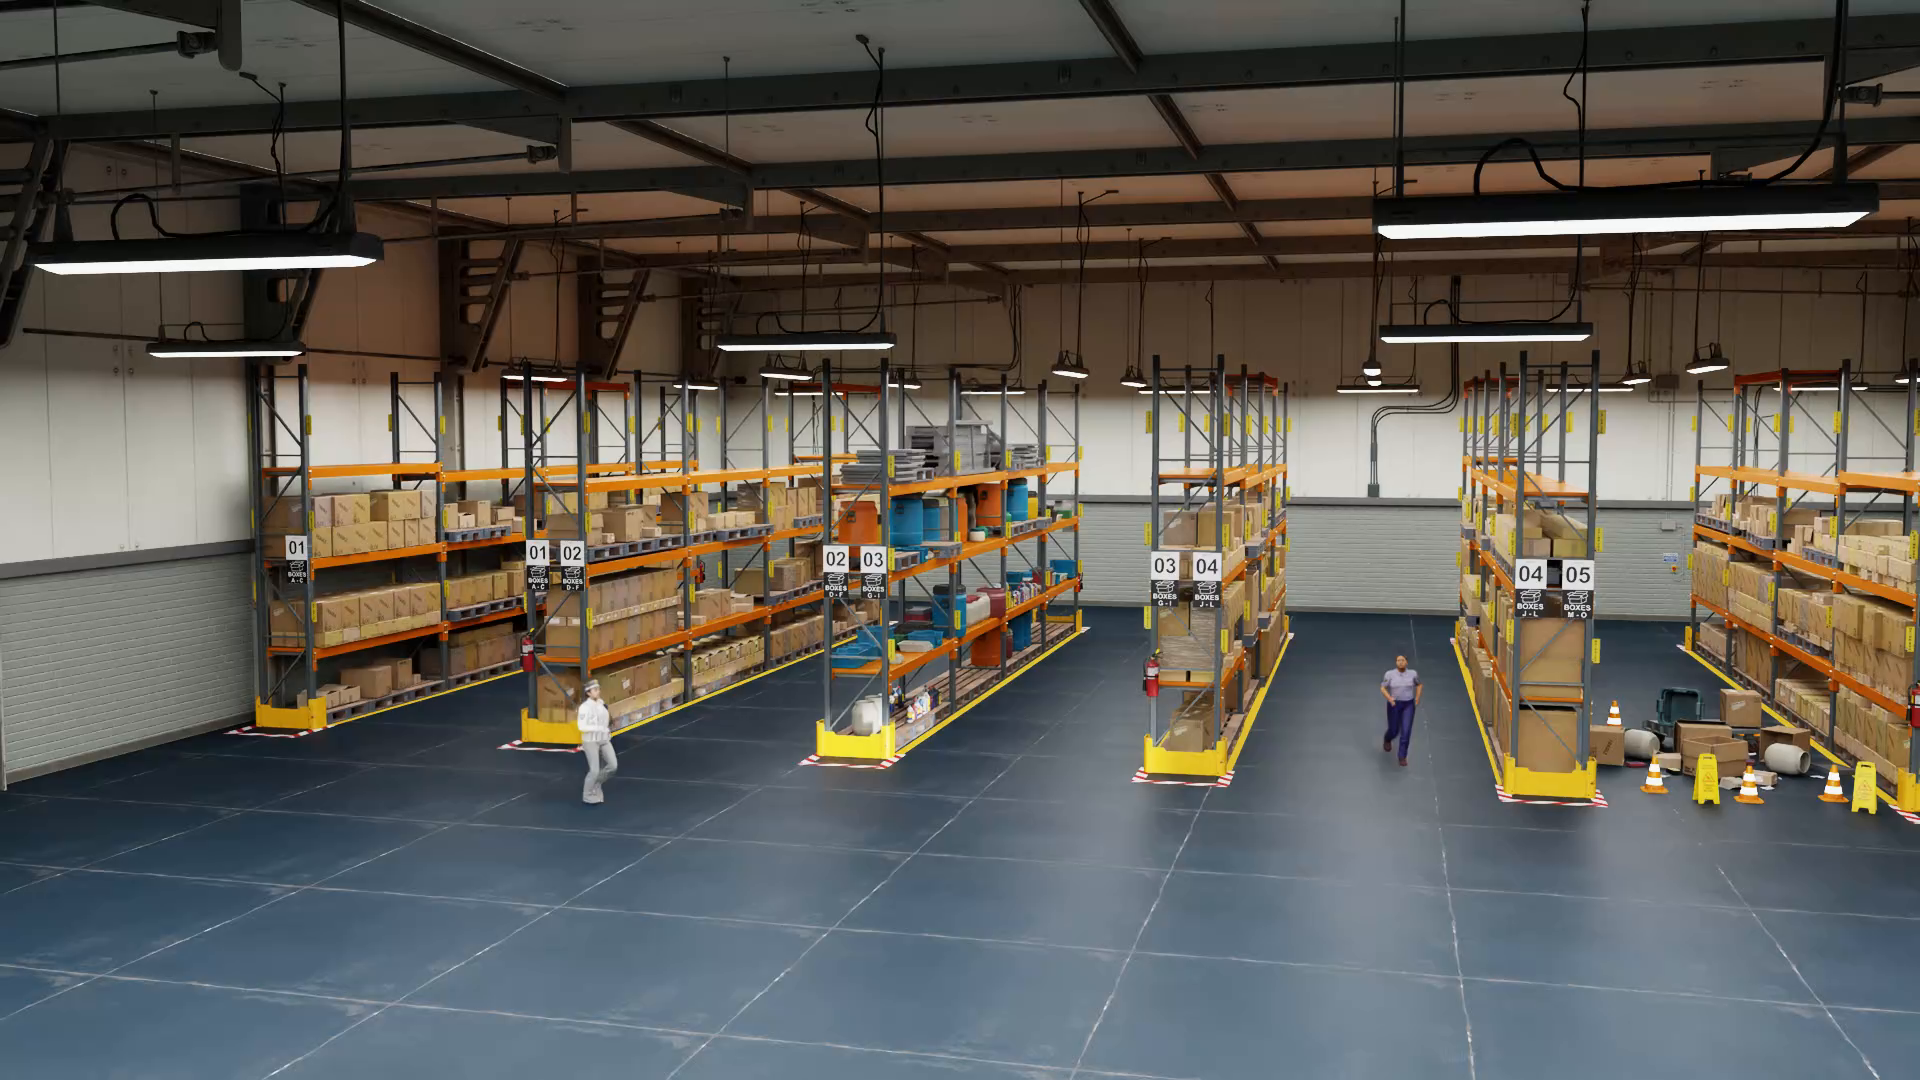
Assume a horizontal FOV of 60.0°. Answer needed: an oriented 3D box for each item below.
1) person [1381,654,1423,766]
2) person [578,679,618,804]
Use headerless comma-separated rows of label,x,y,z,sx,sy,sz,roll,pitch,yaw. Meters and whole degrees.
person,6.575,2.503,24.759,0.613,1.640,0.753,1,4,9
person,-4.743,2.649,21.893,0.579,1.658,0.600,3,5,33
